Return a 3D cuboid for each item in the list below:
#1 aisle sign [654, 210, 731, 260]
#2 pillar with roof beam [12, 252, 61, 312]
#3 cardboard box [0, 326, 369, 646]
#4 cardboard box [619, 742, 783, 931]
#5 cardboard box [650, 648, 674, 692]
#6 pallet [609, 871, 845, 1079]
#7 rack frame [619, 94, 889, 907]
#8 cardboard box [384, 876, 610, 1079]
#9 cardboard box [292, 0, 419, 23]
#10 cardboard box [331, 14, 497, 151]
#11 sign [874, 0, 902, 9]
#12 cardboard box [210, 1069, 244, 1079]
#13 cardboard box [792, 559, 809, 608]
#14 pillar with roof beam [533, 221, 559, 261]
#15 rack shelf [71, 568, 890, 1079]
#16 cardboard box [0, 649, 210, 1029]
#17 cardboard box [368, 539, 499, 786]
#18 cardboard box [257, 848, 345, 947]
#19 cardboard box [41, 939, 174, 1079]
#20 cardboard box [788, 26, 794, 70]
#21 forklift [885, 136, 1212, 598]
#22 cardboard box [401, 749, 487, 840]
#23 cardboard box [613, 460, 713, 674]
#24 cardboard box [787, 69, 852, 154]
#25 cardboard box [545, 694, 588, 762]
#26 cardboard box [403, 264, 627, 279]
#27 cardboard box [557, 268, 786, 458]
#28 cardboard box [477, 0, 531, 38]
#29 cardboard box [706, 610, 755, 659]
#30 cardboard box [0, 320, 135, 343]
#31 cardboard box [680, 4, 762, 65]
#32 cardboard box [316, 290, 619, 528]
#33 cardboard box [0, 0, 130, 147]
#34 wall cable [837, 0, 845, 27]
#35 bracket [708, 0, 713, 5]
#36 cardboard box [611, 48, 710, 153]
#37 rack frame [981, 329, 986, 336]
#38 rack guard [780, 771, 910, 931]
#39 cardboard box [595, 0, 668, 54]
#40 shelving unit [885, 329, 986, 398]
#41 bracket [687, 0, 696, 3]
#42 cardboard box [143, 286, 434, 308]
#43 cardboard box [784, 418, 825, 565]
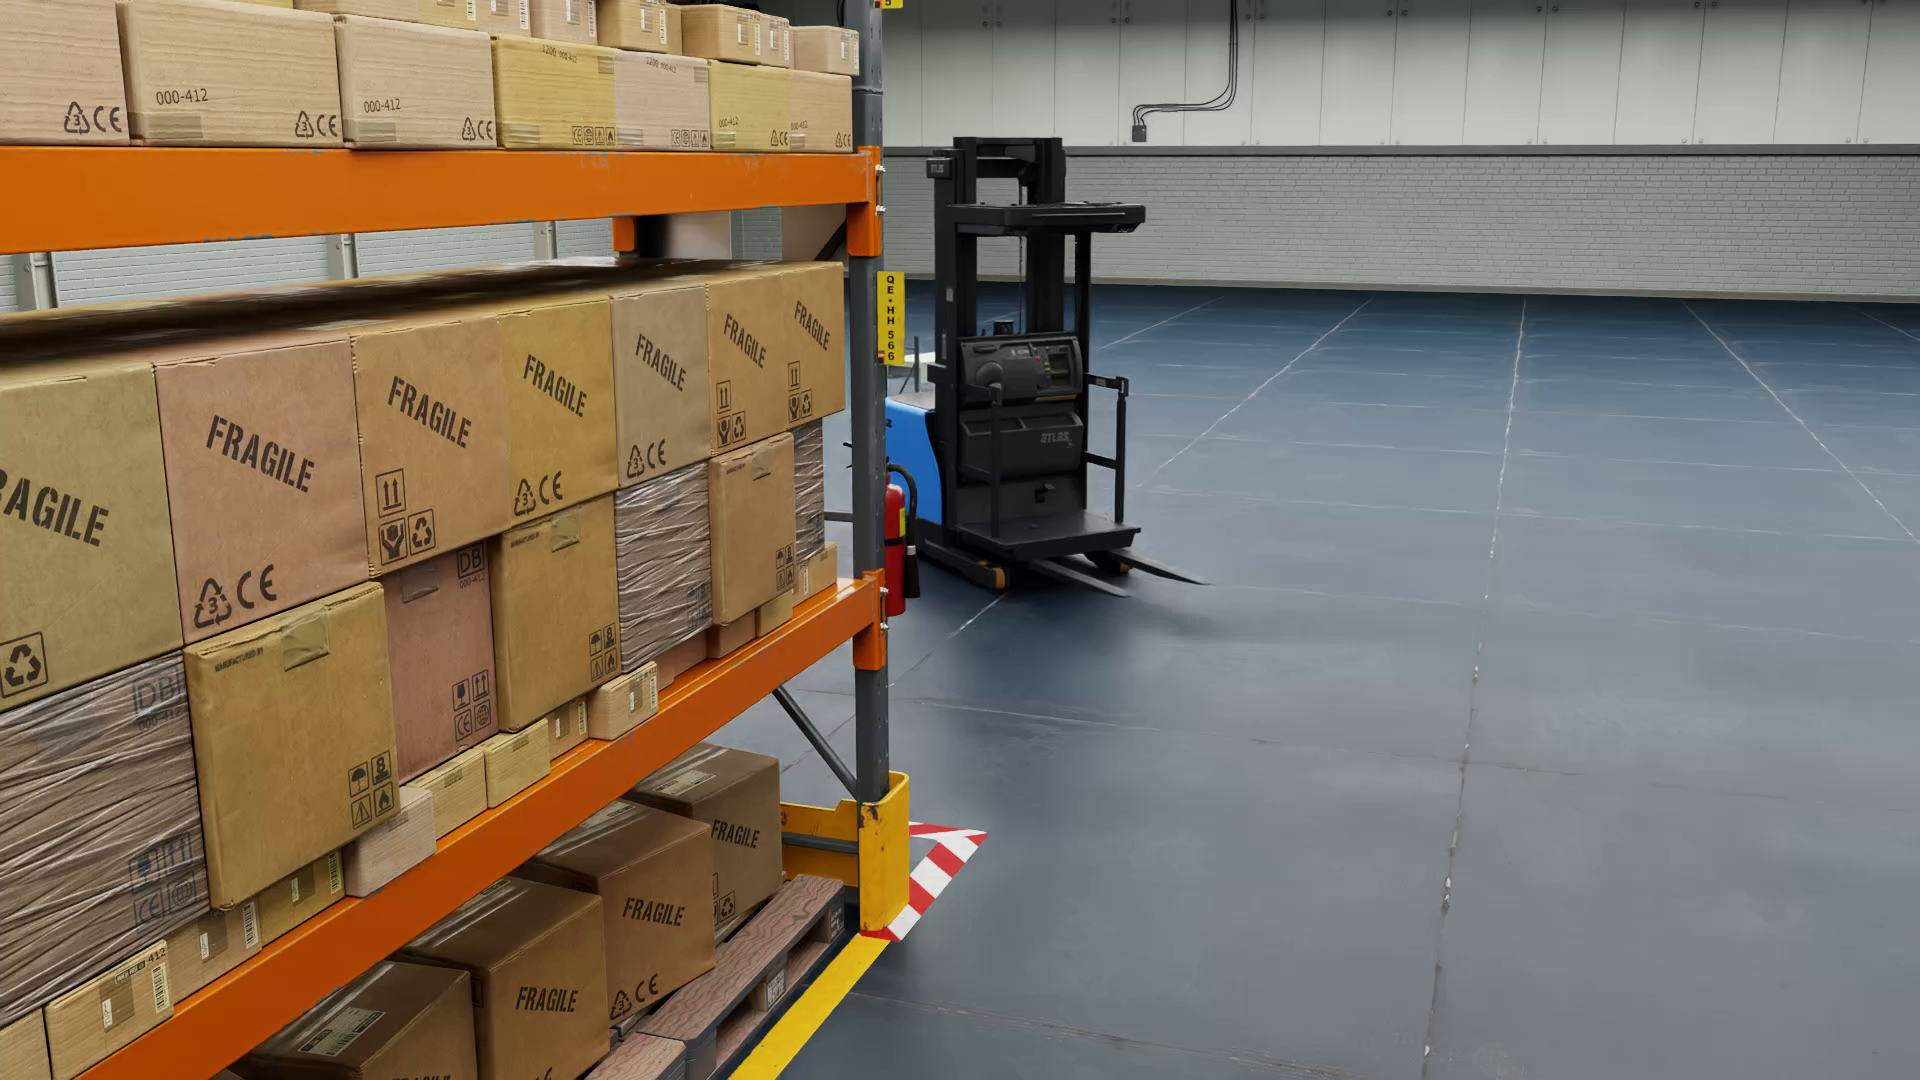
[{"bbox_3d":[-1.025,-1.408,6.072,0.394,0.787,0.004,4,14,18],"label":"aisle sign"},{"bbox_3d":[-7.958,-6.235,19.584,9.100,9.000,0.400,4,14,18],"label":"pillar with roof beam"},{"bbox_3d":[-1.509,-0.126,3.161,0.500,0.500,0.500,4,14,18],"label":"cardboard box"},{"bbox_3d":[-0.979,1.039,5.870,0.500,0.500,0.500,7,15,29],"label":"cardboard box"},{"bbox_3d":[-1.047,0.356,4.751,0.380,0.149,0.250,4,14,18],"label":"cardboard box"},{"bbox_3d":[-1.082,1.438,5.712,1.003,0.211,1.213,4,14,18],"label":"pallet"},{"bbox_3d":[-0.761,-0.106,6.210,1.000,3.000,0.127,4,14,18],"label":"rack frame"},{"bbox_3d":[-1.360,1.297,4.737,0.500,0.500,0.500,6,14,24],"label":"cardboard box"},{"bbox_3d":[-1.321,-1.114,3.330,0.380,0.149,0.250,4,13,17],"label":"cardboard box"},{"bbox_3d":[-1.330,-0.945,3.482,0.500,0.250,0.500,4,13,16],"label":"cardboard box"},{"bbox_3d":[-0.242,-1.956,5.584,0.100,0.325,0.005,4,14,18],"label":"sign"},{"bbox_3d":[-1.710,1.548,3.638,0.500,0.500,0.500,10,16,36],"label":"cardboard box"},{"bbox_3d":[-0.739,0.144,5.679,0.380,0.149,0.250,4,14,18],"label":"cardboard box"},{"bbox_3d":[-4.075,-8.762,30.654,9.100,9.000,0.400,4,14,18],"label":"pillar with roof beam"},{"bbox_3d":[-1.408,0.666,4.445,1.077,0.370,4.000,4,14,18],"label":"rack shelf"},{"bbox_3d":[-1.851,0.453,2.871,0.875,0.500,0.500,4,14,18],"label":"cardboard box"},{"bbox_3d":[-1.589,0.237,3.814,0.875,0.500,0.500,4,14,18],"label":"cardboard box"},{"bbox_3d":[-1.481,0.676,3.351,0.380,0.149,0.250,4,14,18],"label":"cardboard box"},{"bbox_3d":[-1.608,0.784,2.878,0.380,0.149,0.250,4,14,18],"label":"cardboard box"},{"bbox_3d":[-0.751,-1.562,5.291,0.380,0.149,0.250,4,13,17],"label":"cardboard box"},{"bbox_3d":[0.530,-1.200,11.160,1.130,2.935,3.031,-7,15,-29],"label":"forklift"},{"bbox_3d":[-1.320,0.570,3.812,0.380,0.149,0.250,4,14,18],"label":"cardboard box"},{"bbox_3d":[-1.216,0.031,4.720,0.875,0.500,0.500,4,14,18],"label":"cardboard box"},{"bbox_3d":[-0.676,-1.375,5.368,0.500,0.250,0.500,5,14,20],"label":"cardboard box"},{"bbox_3d":[-1.190,0.463,4.284,0.380,0.149,0.250,4,14,18],"label":"cardboard box"},{"bbox_3d":[-1.365,-0.586,5.174,0.500,0.500,0.500,4,14,18],"label":"cardboard box"},{"bbox_3d":[-0.861,-0.548,5.006,0.500,0.500,0.500,4,14,18],"label":"cardboard box"},{"bbox_3d":[-1.221,-1.227,3.824,0.380,0.149,0.250,5,14,20],"label":"cardboard box"},{"bbox_3d":[-0.867,0.252,5.207,0.380,0.149,0.250,4,14,18],"label":"cardboard box"},{"bbox_3d":[-2.009,-0.165,3.328,0.500,0.500,0.500,4,14,18],"label":"cardboard box"},{"bbox_3d":[-0.794,-1.442,4.765,0.380,0.149,0.250,4,14,19],"label":"cardboard box"},{"bbox_3d":[-1.195,-0.338,4.087,0.500,0.500,0.500,4,14,18],"label":"cardboard box"},{"bbox_3d":[-1.667,-0.729,2.537,0.500,0.250,0.500,4,13,16],"label":"cardboard box"},{"bbox_3d":[-1.443,-11.614,38.778,3.097,2.526,0.112,4,14,18],"label":"wall cable"},{"bbox_3d":[-5.737,-12.152,37.417,0.235,0.232,0.430,4,14,18],"label":"bracket"},{"bbox_3d":[-1.009,-1.162,4.436,0.500,0.250,0.500,5,14,20],"label":"cardboard box"},{"bbox_3d":[0.056,-0.942,13.247,0.400,1.500,0.023,12,18,43],"label":"rack frame"},{"bbox_3d":[-0.785,1.129,6.418,1.175,0.500,0.348,4,14,18],"label":"rack guard"},{"bbox_3d":[-0.983,-1.335,4.296,0.380,0.149,0.250,4,13,16],"label":"cardboard box"},{"bbox_3d":[-0.199,-0.884,12.991,0.431,1.500,0.755,12,18,43],"label":"shelving unit"},{"bbox_3d":[-6.006,-11.977,36.652,0.235,0.232,0.430,4,14,18],"label":"bracket"},{"bbox_3d":[-1.682,-0.375,4.249,0.500,0.500,0.500,4,14,18],"label":"cardboard box"},{"bbox_3d":[-0.965,-0.186,5.667,0.875,0.500,0.500,4,14,18],"label":"cardboard box"}]
